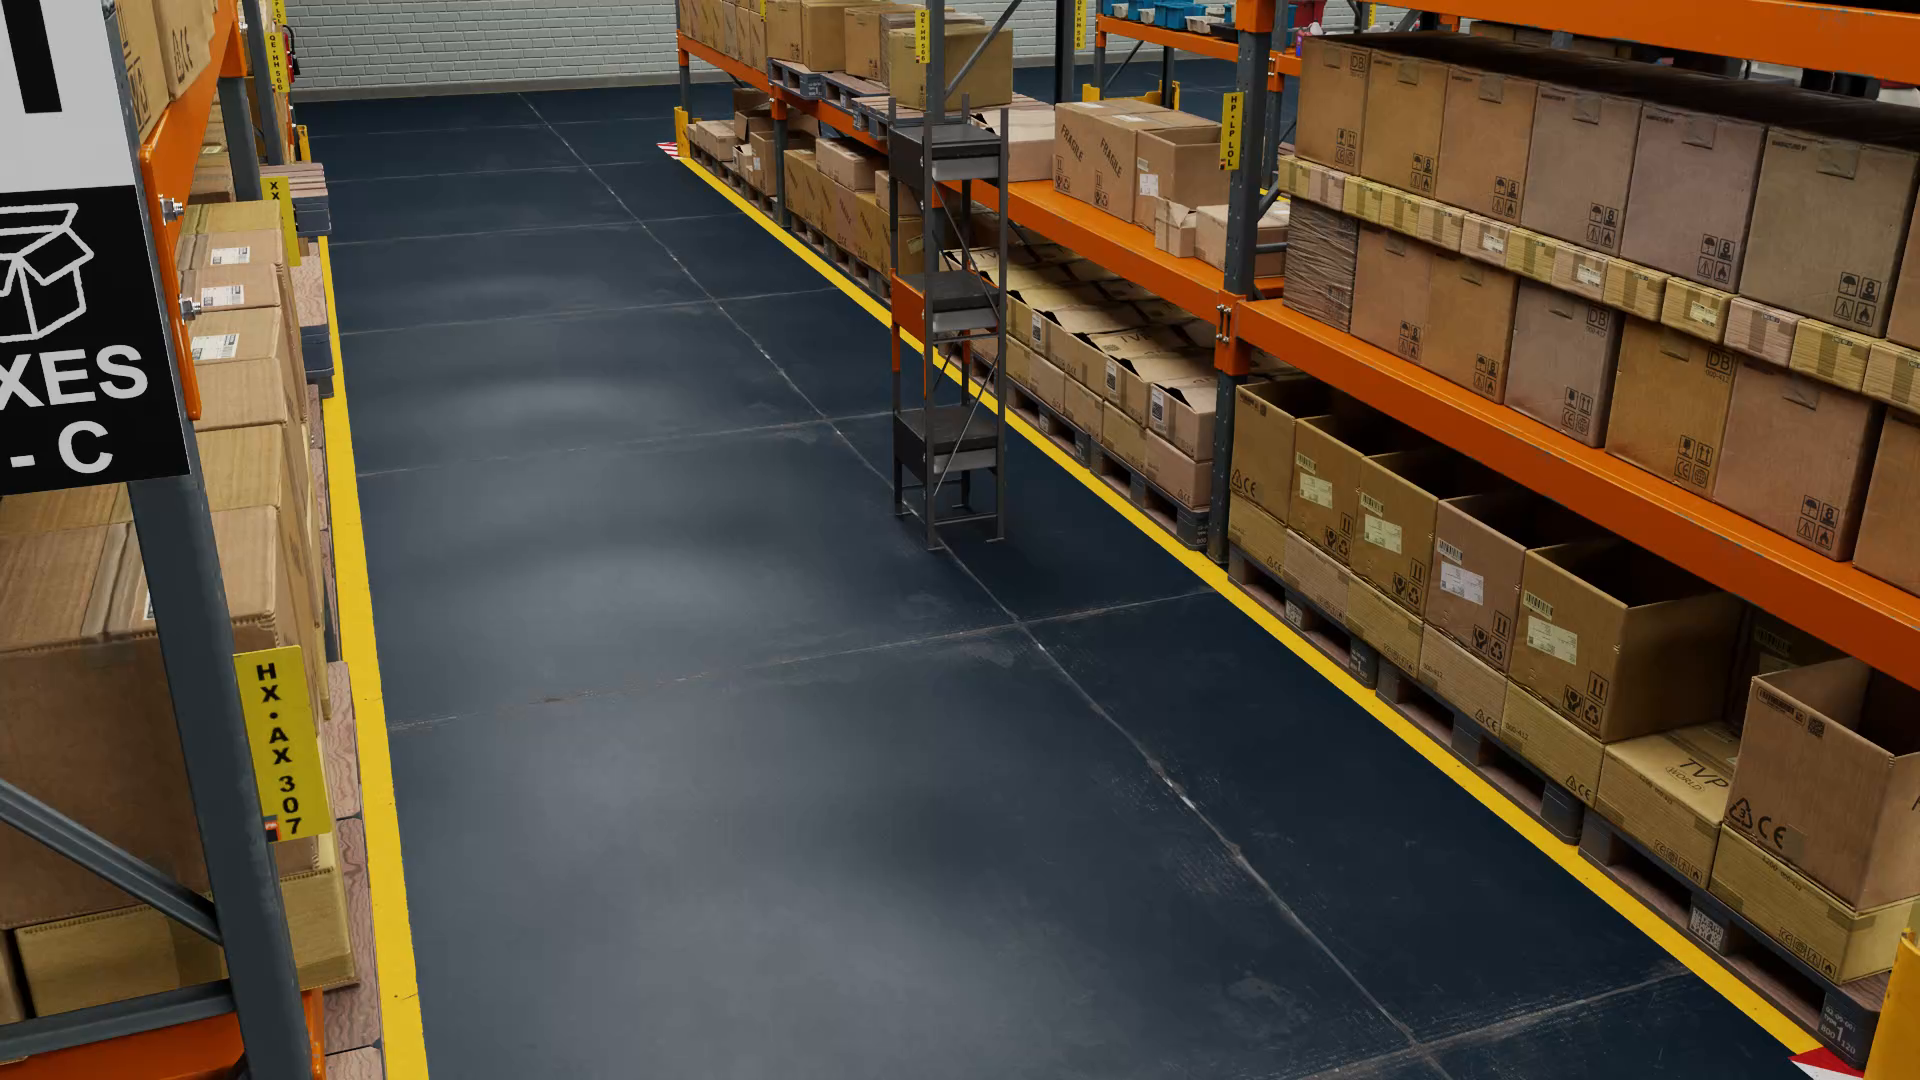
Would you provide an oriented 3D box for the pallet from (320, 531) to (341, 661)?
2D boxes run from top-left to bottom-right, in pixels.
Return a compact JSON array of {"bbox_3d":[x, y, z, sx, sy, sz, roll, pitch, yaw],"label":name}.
[{"bbox_3d":[-3.229,0.336,7.180,1.003,0.211,1.213,-8,24,-19],"label":"pallet"}]

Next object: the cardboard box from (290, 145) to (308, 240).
[{"bbox_3d":[-5.427,-2.557,12.683,0.750,0.750,0.750,-8,24,-18],"label":"cardboard box"}]

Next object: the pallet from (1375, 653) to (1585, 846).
[{"bbox_3d":[2.357,0.677,6.373,1.003,0.211,1.213,-8,24,-19],"label":"pallet"}]

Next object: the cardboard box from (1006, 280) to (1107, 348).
[{"bbox_3d":[0.550,-1.379,9.938,0.500,0.311,0.500,-9,24,-20],"label":"cardboard box"}]

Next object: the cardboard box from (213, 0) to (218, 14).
[{"bbox_3d":[-2.145,-1.572,4.102,0.500,0.500,0.500,-9,25,-21],"label":"cardboard box"}]

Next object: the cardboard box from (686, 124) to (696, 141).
[{"bbox_3d":[-2.732,-4.397,17.924,0.380,0.149,0.250,-8,24,-19],"label":"cardboard box"}]

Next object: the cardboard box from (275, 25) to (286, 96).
[{"bbox_3d":[-5.955,-3.910,13.279,0.980,0.700,0.700,-8,24,-18],"label":"cardboard box"}]

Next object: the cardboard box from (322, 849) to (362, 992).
[{"bbox_3d":[-2.113,0.992,4.686,0.700,0.500,0.500,-10,25,-22],"label":"cardboard box"}]

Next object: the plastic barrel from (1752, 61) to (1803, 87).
[{"bbox_3d":[5.615,-3.033,11.439,0.421,0.512,0.421,0,23,0],"label":"plastic barrel"}]

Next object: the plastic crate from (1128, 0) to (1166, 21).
[{"bbox_3d":[2.089,-5.962,18.671,0.416,0.233,0.300,-8,24,-19],"label":"plastic crate"}]

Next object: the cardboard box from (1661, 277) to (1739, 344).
[{"bbox_3d":[2.416,-0.726,5.147,0.380,0.149,0.250,-8,24,-17],"label":"cardboard box"}]

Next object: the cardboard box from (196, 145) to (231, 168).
[{"bbox_3d":[-3.291,-1.308,6.797,0.700,0.500,0.500,-6,24,-14],"label":"cardboard box"}]

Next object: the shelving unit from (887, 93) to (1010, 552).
[{"bbox_3d":[-0.058,-1.028,7.985,0.431,2.100,0.503,-8,24,-19],"label":"shelving unit"}]

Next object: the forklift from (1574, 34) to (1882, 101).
[{"bbox_3d":[3.584,-1.614,8.306,1.130,2.935,3.031,-5,23,-12],"label":"forklift"}]

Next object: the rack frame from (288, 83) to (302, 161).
[{"bbox_3d":[-7.191,-5.026,16.313,1.000,3.000,0.127,-8,24,-19],"label":"rack frame"}]

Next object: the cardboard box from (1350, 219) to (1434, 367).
[{"bbox_3d":[2.036,-1.042,6.731,0.700,0.500,0.500,-9,24,-20],"label":"cardboard box"}]

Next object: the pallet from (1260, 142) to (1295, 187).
[{"bbox_3d":[3.194,-3.909,17.253,1.003,0.211,1.213,-8,24,-19],"label":"pallet"}]

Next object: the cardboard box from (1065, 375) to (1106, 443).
[{"bbox_3d":[0.905,-0.754,9.177,0.500,0.250,0.500,-8,24,-18],"label":"cardboard box"}]

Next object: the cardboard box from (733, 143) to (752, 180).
[{"bbox_3d":[-1.877,-3.658,15.963,0.500,0.311,0.500,-8,24,-19],"label":"cardboard box"}]

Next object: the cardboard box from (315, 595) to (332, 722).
[{"bbox_3d":[-1.786,0.254,3.953,0.500,0.250,0.500,-9,24,-20],"label":"cardboard box"}]

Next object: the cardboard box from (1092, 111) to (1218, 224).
[{"bbox_3d":[1.062,-2.048,9.118,0.500,0.500,0.500,-8,24,-19],"label":"cardboard box"}]

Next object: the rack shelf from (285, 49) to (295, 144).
[{"bbox_3d":[-6.485,-3.968,14.729,1.077,0.370,4.000,-8,24,-19],"label":"rack shelf"}]

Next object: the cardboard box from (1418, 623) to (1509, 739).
[{"bbox_3d":[2.087,0.482,6.243,0.500,0.250,0.500,-8,24,-19],"label":"cardboard box"}]

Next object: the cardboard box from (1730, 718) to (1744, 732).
[{"bbox_3d":[2.932,0.773,5.553,0.500,0.250,0.500,-8,24,-19],"label":"cardboard box"}]

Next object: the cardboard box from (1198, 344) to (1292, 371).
[{"bbox_3d":[1.596,-0.899,8.798,0.500,0.311,0.500,-9,24,-20],"label":"cardboard box"}]

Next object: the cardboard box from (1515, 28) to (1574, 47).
[{"bbox_3d":[7.333,-5.727,20.171,0.875,0.875,0.875,-8,24,-19],"label":"cardboard box"}]

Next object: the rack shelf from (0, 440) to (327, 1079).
[{"bbox_3d":[-2.246,0.392,4.384,1.077,0.370,4.000,-8,24,-19],"label":"rack shelf"}]

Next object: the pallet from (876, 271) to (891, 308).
[{"bbox_3d":[0.039,-1.792,12.230,1.003,0.211,1.213,-8,24,-19],"label":"pallet"}]

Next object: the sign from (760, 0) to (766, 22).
[{"bbox_3d":[-1.650,-4.576,14.129,0.100,0.325,0.005,-8,24,-19],"label":"sign"}]

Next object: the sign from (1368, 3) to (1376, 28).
[{"bbox_3d":[4.005,-5.134,16.214,0.100,0.325,0.005,-8,24,-19],"label":"sign"}]

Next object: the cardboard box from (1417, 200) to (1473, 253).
[{"bbox_3d":[1.957,-1.197,6.264,0.380,0.149,0.250,-9,25,-21],"label":"cardboard box"}]

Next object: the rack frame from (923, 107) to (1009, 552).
[{"bbox_3d":[0.028,-0.939,7.775,0.400,2.100,0.015,-8,24,-19],"label":"rack frame"}]

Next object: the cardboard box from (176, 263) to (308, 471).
[{"bbox_3d":[-2.146,-0.457,4.675,0.500,0.500,0.500,-9,24,-21],"label":"cardboard box"}]

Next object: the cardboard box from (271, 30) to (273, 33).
[{"bbox_3d":[-5.020,-3.264,11.595,0.500,0.500,0.500,-8,24,-19],"label":"cardboard box"}]

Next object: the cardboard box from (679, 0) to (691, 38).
[{"bbox_3d":[-2.648,-5.556,17.441,0.500,0.500,0.500,-8,24,-18],"label":"cardboard box"}]

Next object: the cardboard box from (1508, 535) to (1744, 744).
[{"bbox_3d":[2.259,0.319,5.665,0.500,0.500,0.500,-8,24,-19],"label":"cardboard box"}]

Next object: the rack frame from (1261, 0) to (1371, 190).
[{"bbox_3d":[3.490,-4.932,16.090,1.000,3.000,0.127,-8,24,-19],"label":"rack frame"}]

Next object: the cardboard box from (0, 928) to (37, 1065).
[{"bbox_3d":[-1.886,0.704,2.885,0.500,0.250,0.500,-8,24,-18],"label":"cardboard box"}]

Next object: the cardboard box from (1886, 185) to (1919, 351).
[{"bbox_3d":[2.922,-0.728,4.316,0.700,0.500,0.500,-8,24,-19],"label":"cardboard box"}]

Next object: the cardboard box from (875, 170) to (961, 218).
[{"bbox_3d":[-0.306,-2.524,12.064,0.500,0.250,0.500,-7,24,-17],"label":"cardboard box"}]

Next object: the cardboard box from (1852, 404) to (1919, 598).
[{"bbox_3d":[2.941,-0.111,4.523,0.700,0.500,0.500,-8,24,-19],"label":"cardboard box"}]

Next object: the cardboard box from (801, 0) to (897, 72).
[{"bbox_3d":[-0.885,-4.049,13.326,0.700,0.500,0.500,-5,23,-11],"label":"cardboard box"}]

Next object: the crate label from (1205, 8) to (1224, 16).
[{"bbox_3d":[2.745,-5.815,18.447,0.396,0.136,0.243,-8,24,-19],"label":"crate label"}]

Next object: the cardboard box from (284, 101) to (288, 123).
[{"bbox_3d":[-5.085,-3.106,12.054,0.380,0.149,0.250,-8,24,-19],"label":"cardboard box"}]

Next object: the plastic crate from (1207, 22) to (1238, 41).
[{"bbox_3d":[2.843,-5.203,17.009,0.437,0.125,0.590,-8,24,-19],"label":"plastic crate"}]

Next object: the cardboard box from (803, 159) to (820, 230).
[{"bbox_3d":[-1.004,-2.903,13.928,0.500,0.500,0.500,-8,24,-18],"label":"cardboard box"}]

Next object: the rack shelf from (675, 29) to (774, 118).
[{"bbox_3d":[-1.852,-4.649,16.344,1.077,0.370,4.000,-8,24,-19],"label":"rack shelf"}]

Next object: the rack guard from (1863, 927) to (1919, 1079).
[{"bbox_3d":[3.102,1.267,4.600,1.175,0.500,0.348,-8,24,-19],"label":"rack guard"}]

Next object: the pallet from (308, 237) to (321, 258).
[{"bbox_3d":[-5.974,-2.575,14.087,1.003,0.211,1.213,-8,24,-19],"label":"pallet"}]

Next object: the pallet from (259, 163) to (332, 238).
[{"bbox_3d":[-4.014,-1.787,8.874,1.213,0.211,1.003,-8,24,-19],"label":"pallet"}]

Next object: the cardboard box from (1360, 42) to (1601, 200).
[{"bbox_3d":[2.023,-1.647,6.497,0.700,0.500,0.500,-8,24,-19],"label":"cardboard box"}]

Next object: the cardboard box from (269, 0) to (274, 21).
[{"bbox_3d":[-5.374,-3.976,12.319,0.500,0.250,0.500,-8,24,-18],"label":"cardboard box"}]

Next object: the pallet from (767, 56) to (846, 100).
[{"bbox_3d":[-0.965,-3.860,13.793,1.003,0.211,1.213,-8,24,-19],"label":"pallet"}]

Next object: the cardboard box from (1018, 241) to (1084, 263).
[{"bbox_3d":[0.683,-1.829,11.004,0.500,0.311,0.500,-8,24,-18],"label":"cardboard box"}]

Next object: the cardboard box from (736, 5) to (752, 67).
[{"bbox_3d":[-1.745,-4.633,15.253,0.500,0.500,0.500,-8,24,-17],"label":"cardboard box"}]

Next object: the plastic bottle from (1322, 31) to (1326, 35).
[{"bbox_3d":[3.360,-4.558,15.367,0.097,0.271,0.097,0,23,0],"label":"plastic bottle"}]

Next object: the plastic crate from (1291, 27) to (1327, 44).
[{"bbox_3d":[3.459,-5.027,16.577,0.396,0.136,0.243,-8,24,-19],"label":"plastic crate"}]
